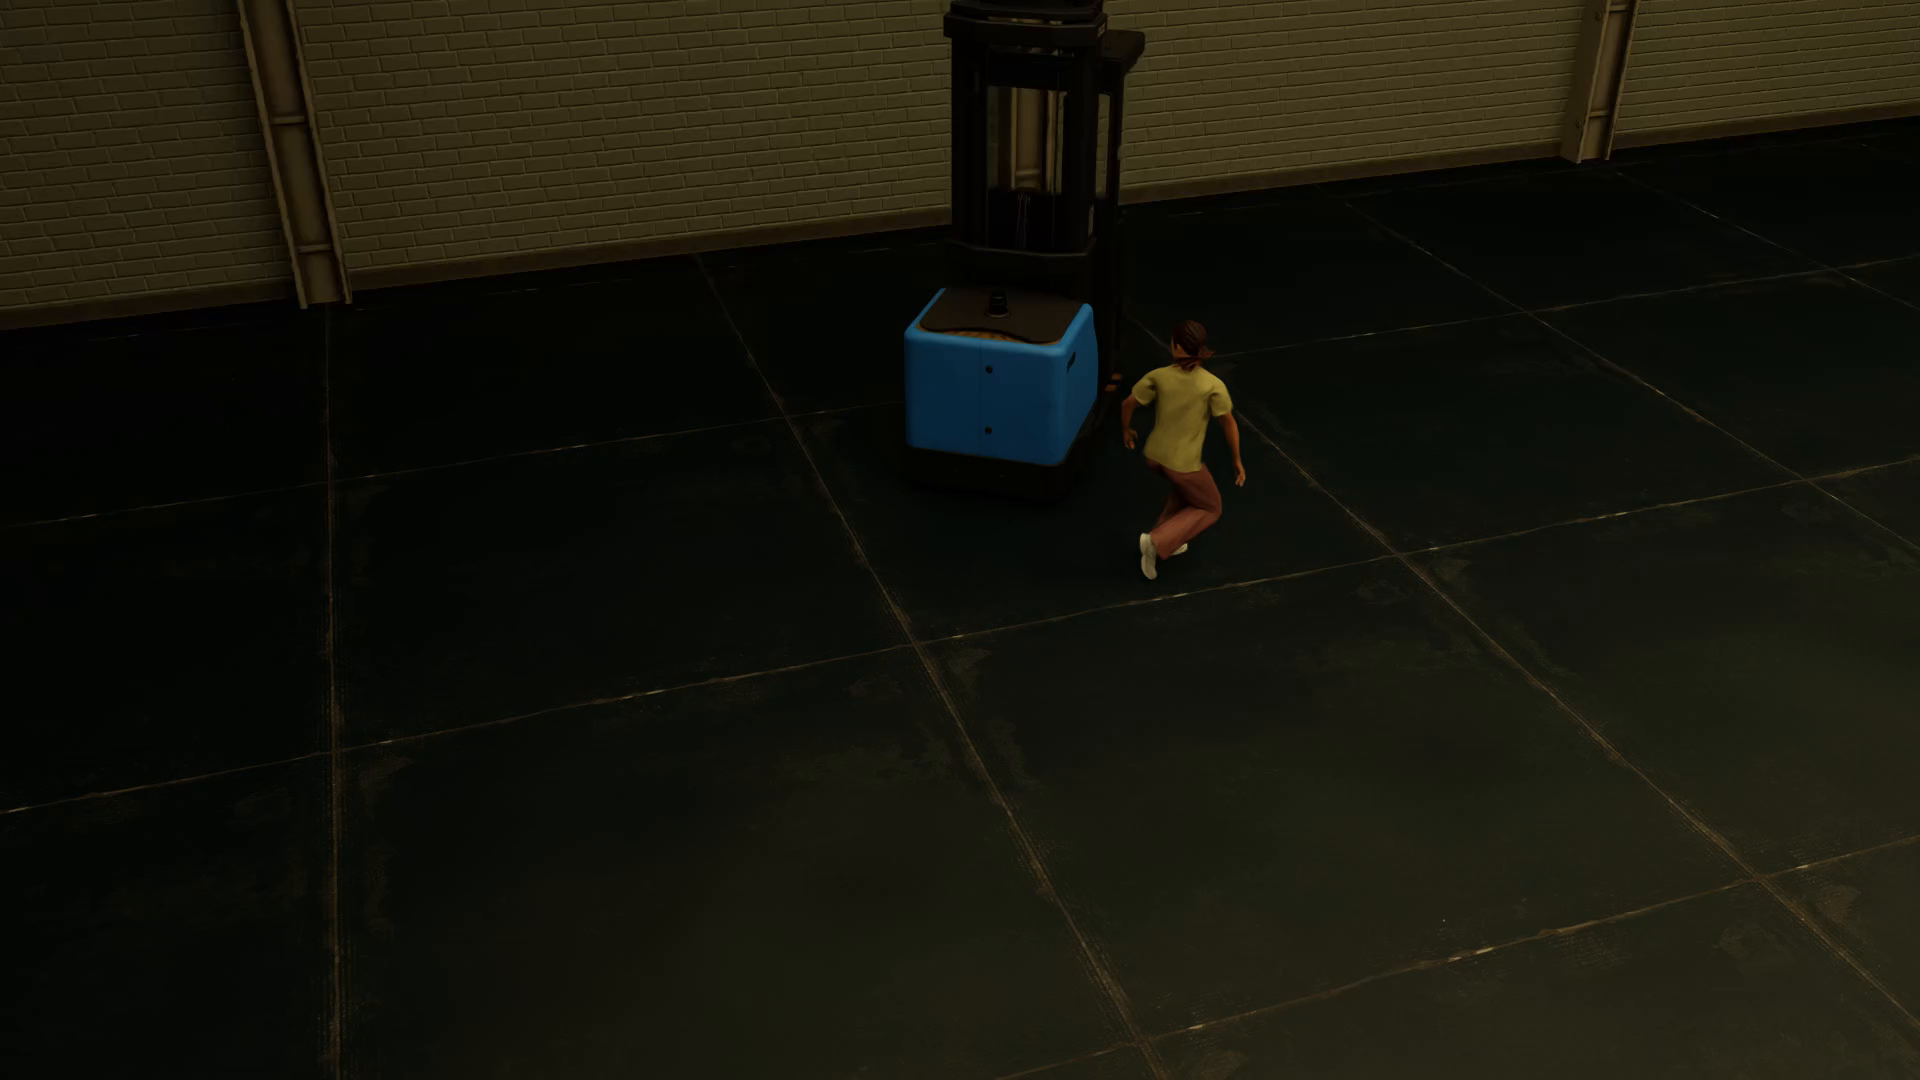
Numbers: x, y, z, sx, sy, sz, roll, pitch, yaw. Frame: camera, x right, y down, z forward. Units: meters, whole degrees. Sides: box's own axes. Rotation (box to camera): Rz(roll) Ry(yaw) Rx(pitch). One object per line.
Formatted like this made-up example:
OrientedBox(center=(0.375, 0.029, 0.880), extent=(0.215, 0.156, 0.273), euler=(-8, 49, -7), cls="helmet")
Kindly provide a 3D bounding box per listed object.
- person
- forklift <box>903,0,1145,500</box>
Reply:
OrientedBox(center=(1.228, -0.500, 9.449), extent=(0.740, 1.472, 0.631), euler=(24, 38, 35), cls="person")
OrientedBox(center=(0.551, -2.240, 10.980), extent=(1.130, 2.935, 3.031), euler=(8, 31, 14), cls="forklift")
